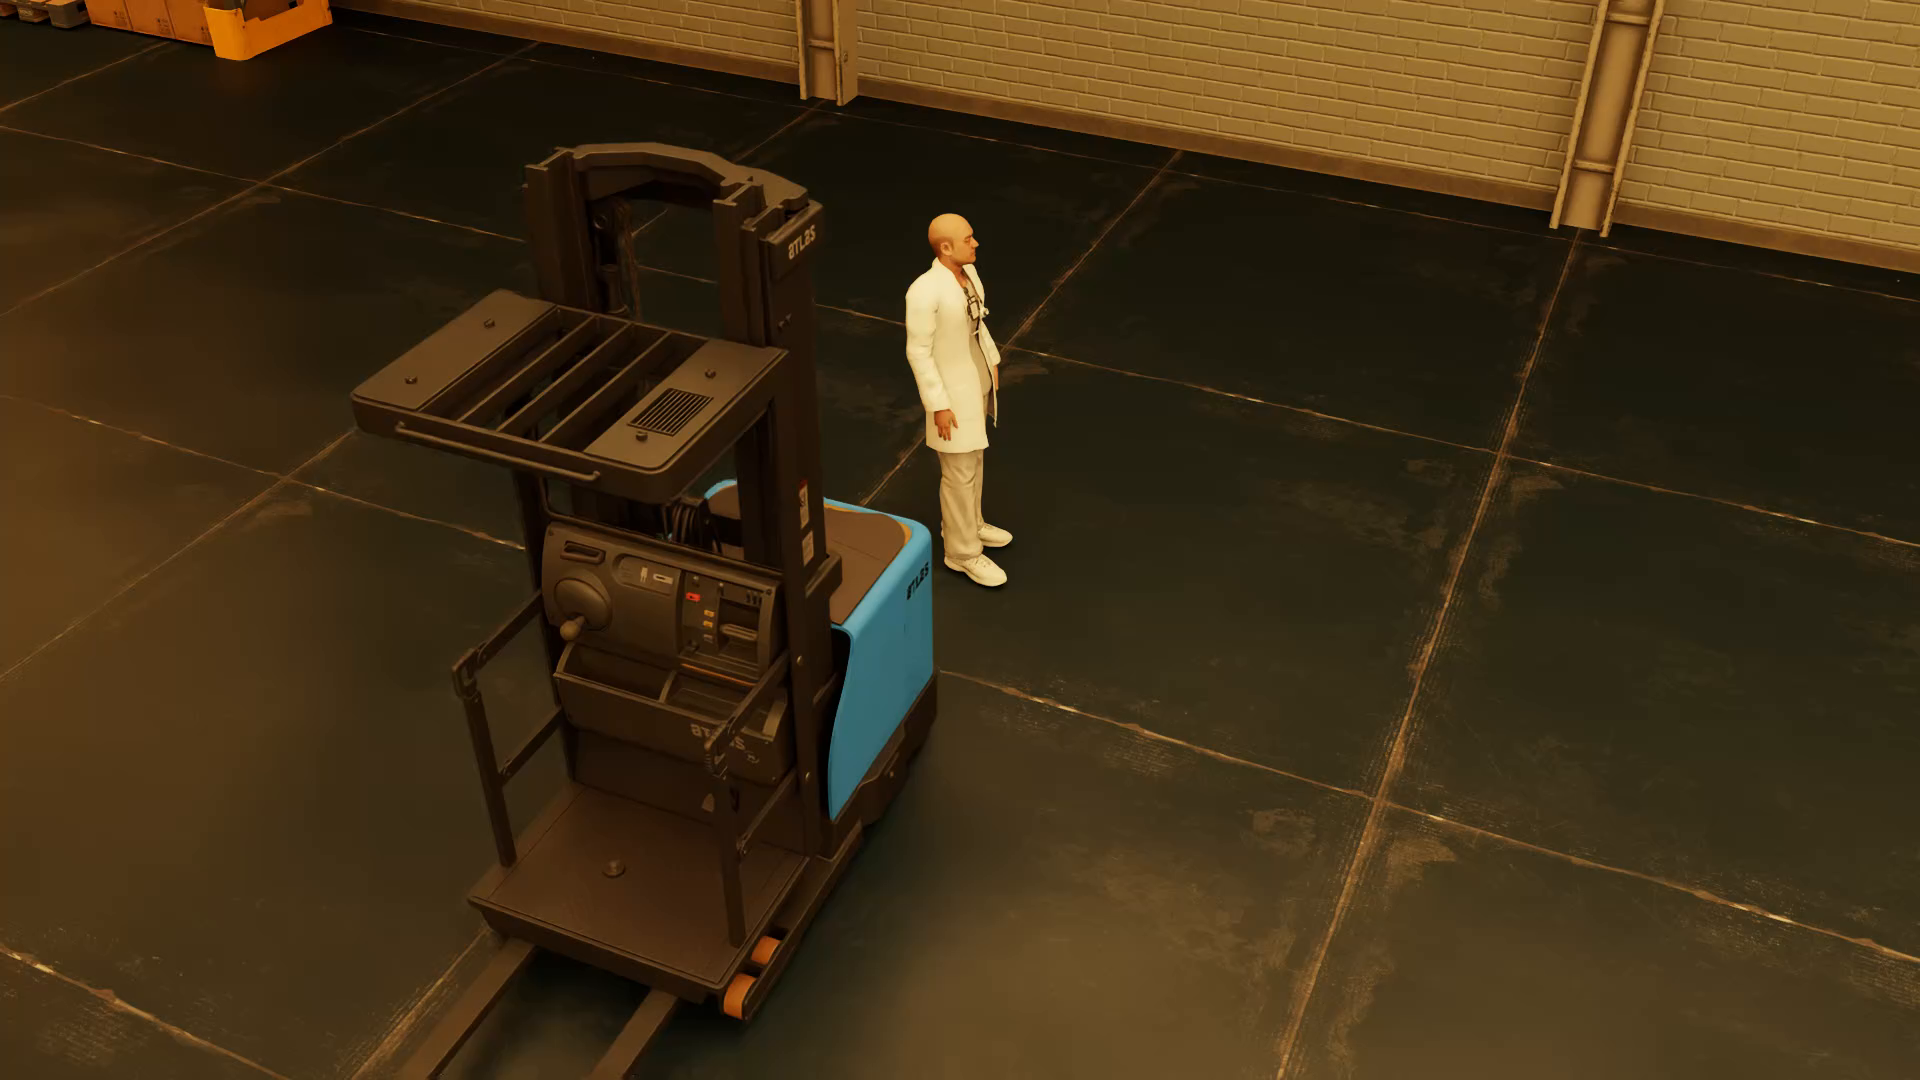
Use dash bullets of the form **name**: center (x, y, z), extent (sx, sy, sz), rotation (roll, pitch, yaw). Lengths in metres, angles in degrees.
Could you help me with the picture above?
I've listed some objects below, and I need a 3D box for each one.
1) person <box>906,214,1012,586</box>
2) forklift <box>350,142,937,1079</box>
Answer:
- **person**: center (0.082, -0.706, 8.057), extent (0.578, 1.777, 0.698), rotation (15, 38, 20)
- **forklift**: center (-1.146, 0.289, 5.682), extent (1.130, 2.935, 3.031), rotation (14, 38, 19)
